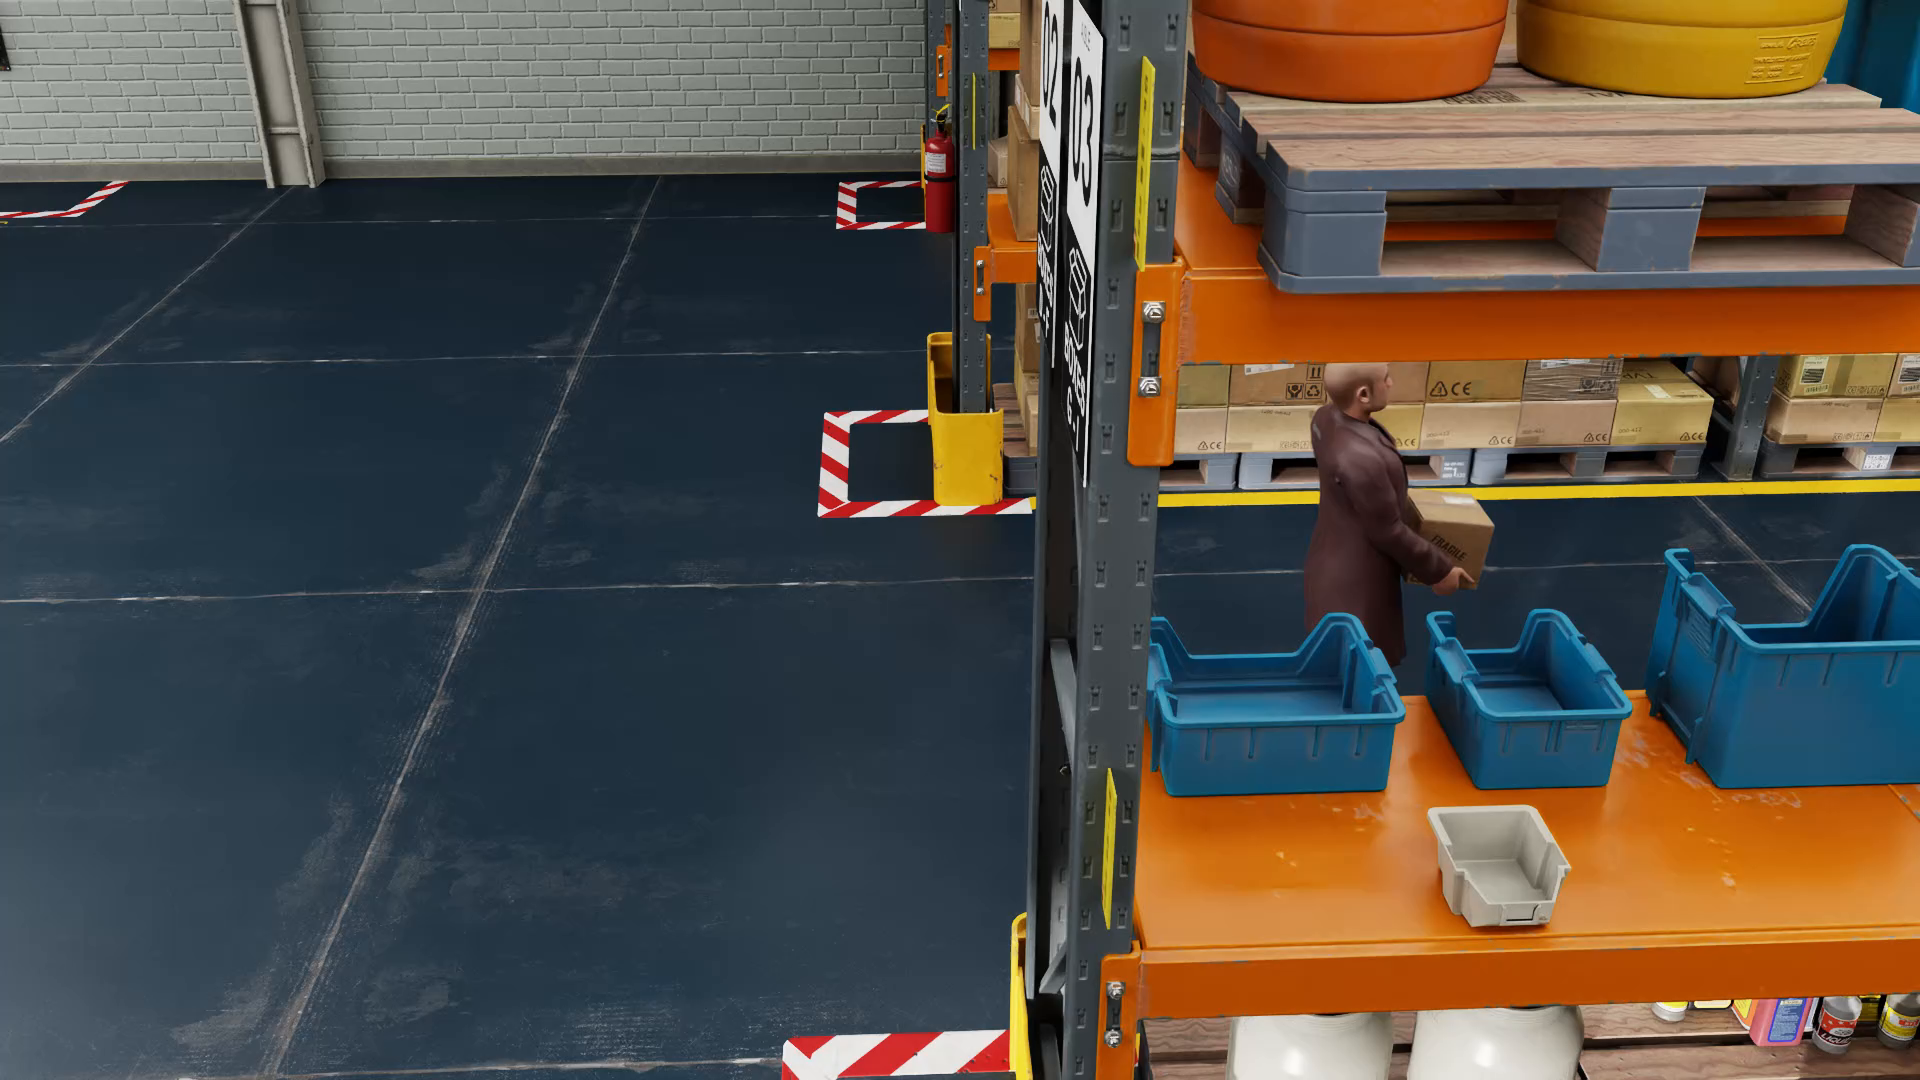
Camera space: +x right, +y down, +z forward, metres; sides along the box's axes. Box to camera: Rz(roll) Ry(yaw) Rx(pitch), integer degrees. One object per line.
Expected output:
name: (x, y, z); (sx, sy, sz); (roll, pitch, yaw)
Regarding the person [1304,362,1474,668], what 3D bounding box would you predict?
person: (1.475, 0.250, 5.887); (0.555, 1.559, 0.530); (-1, 27, -2)
